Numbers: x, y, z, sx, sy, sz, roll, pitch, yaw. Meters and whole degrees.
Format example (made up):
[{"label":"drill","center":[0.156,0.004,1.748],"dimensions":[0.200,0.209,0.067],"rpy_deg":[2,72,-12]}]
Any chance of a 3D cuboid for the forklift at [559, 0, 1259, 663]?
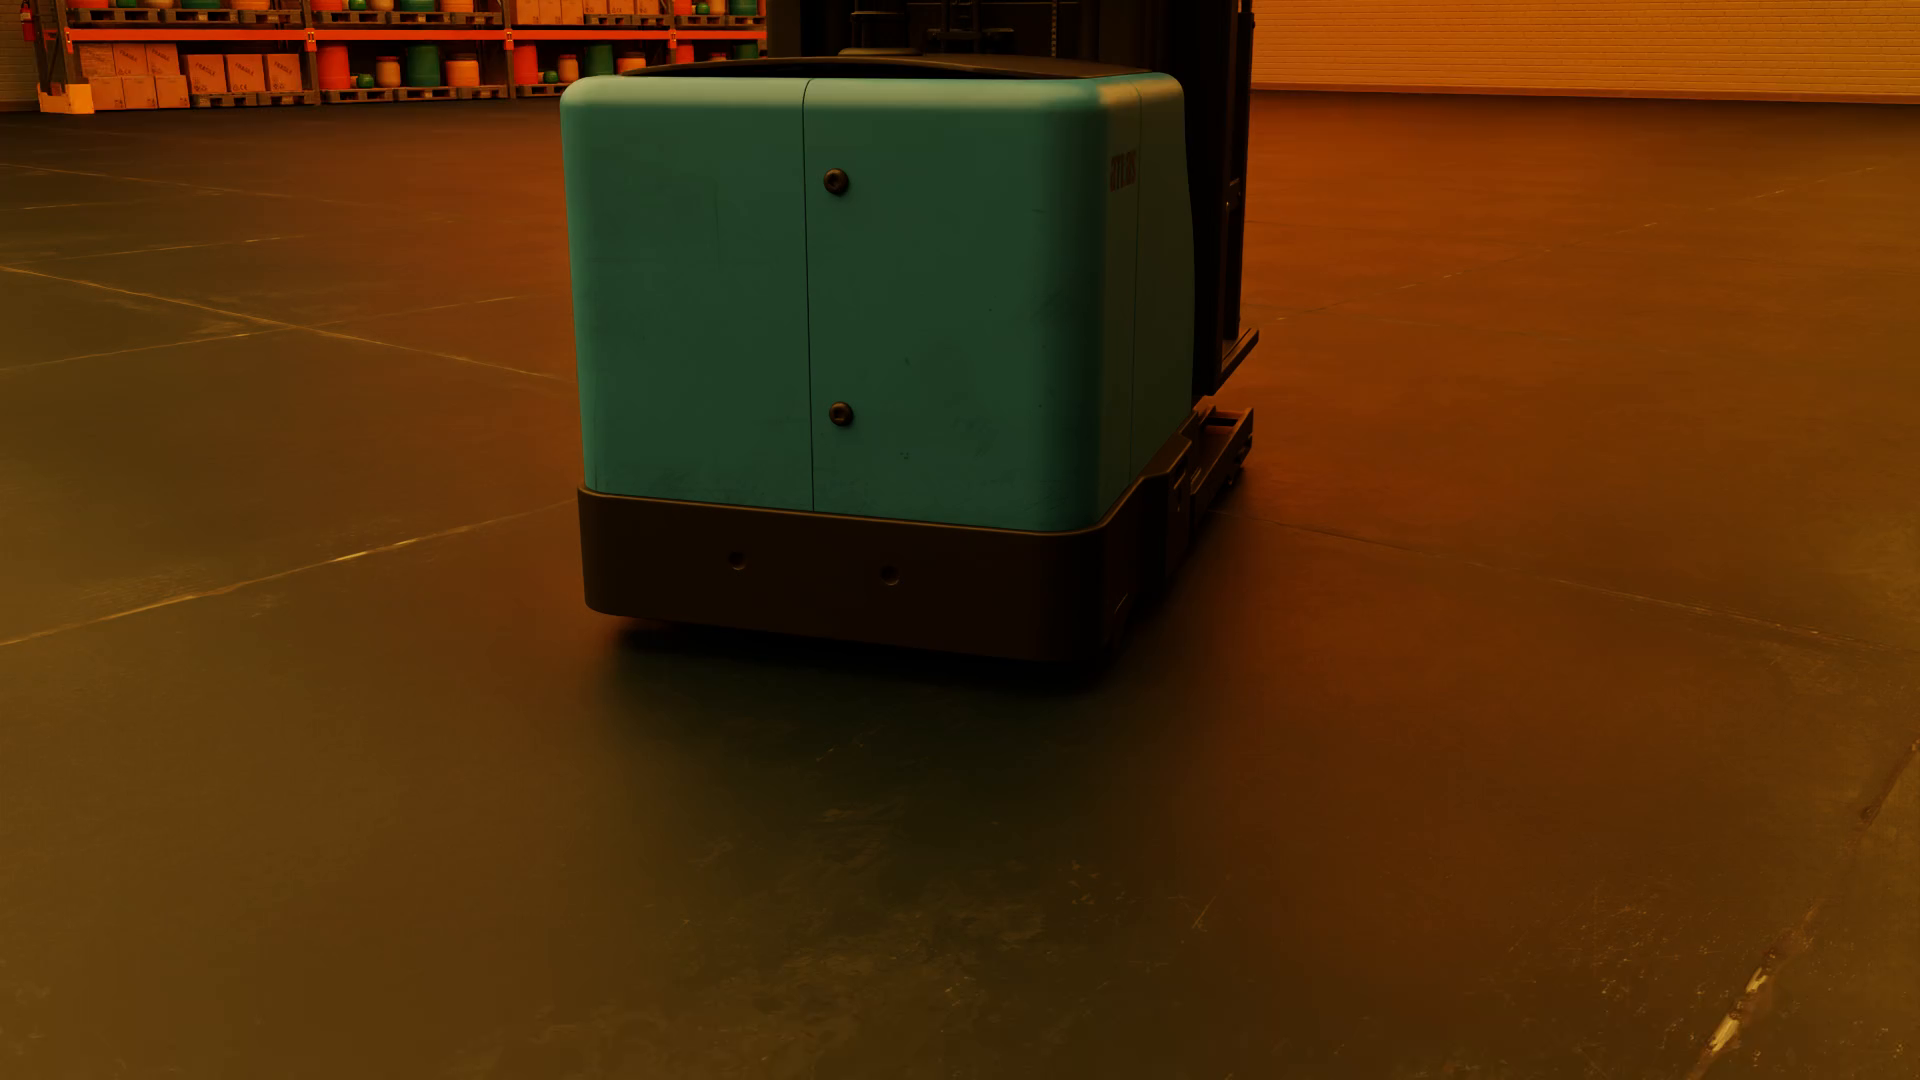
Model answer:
[{"label":"forklift","center":[0.182,-1.571,4.072],"dimensions":[1.130,2.935,3.031],"rpy_deg":[5,18,17]}]
